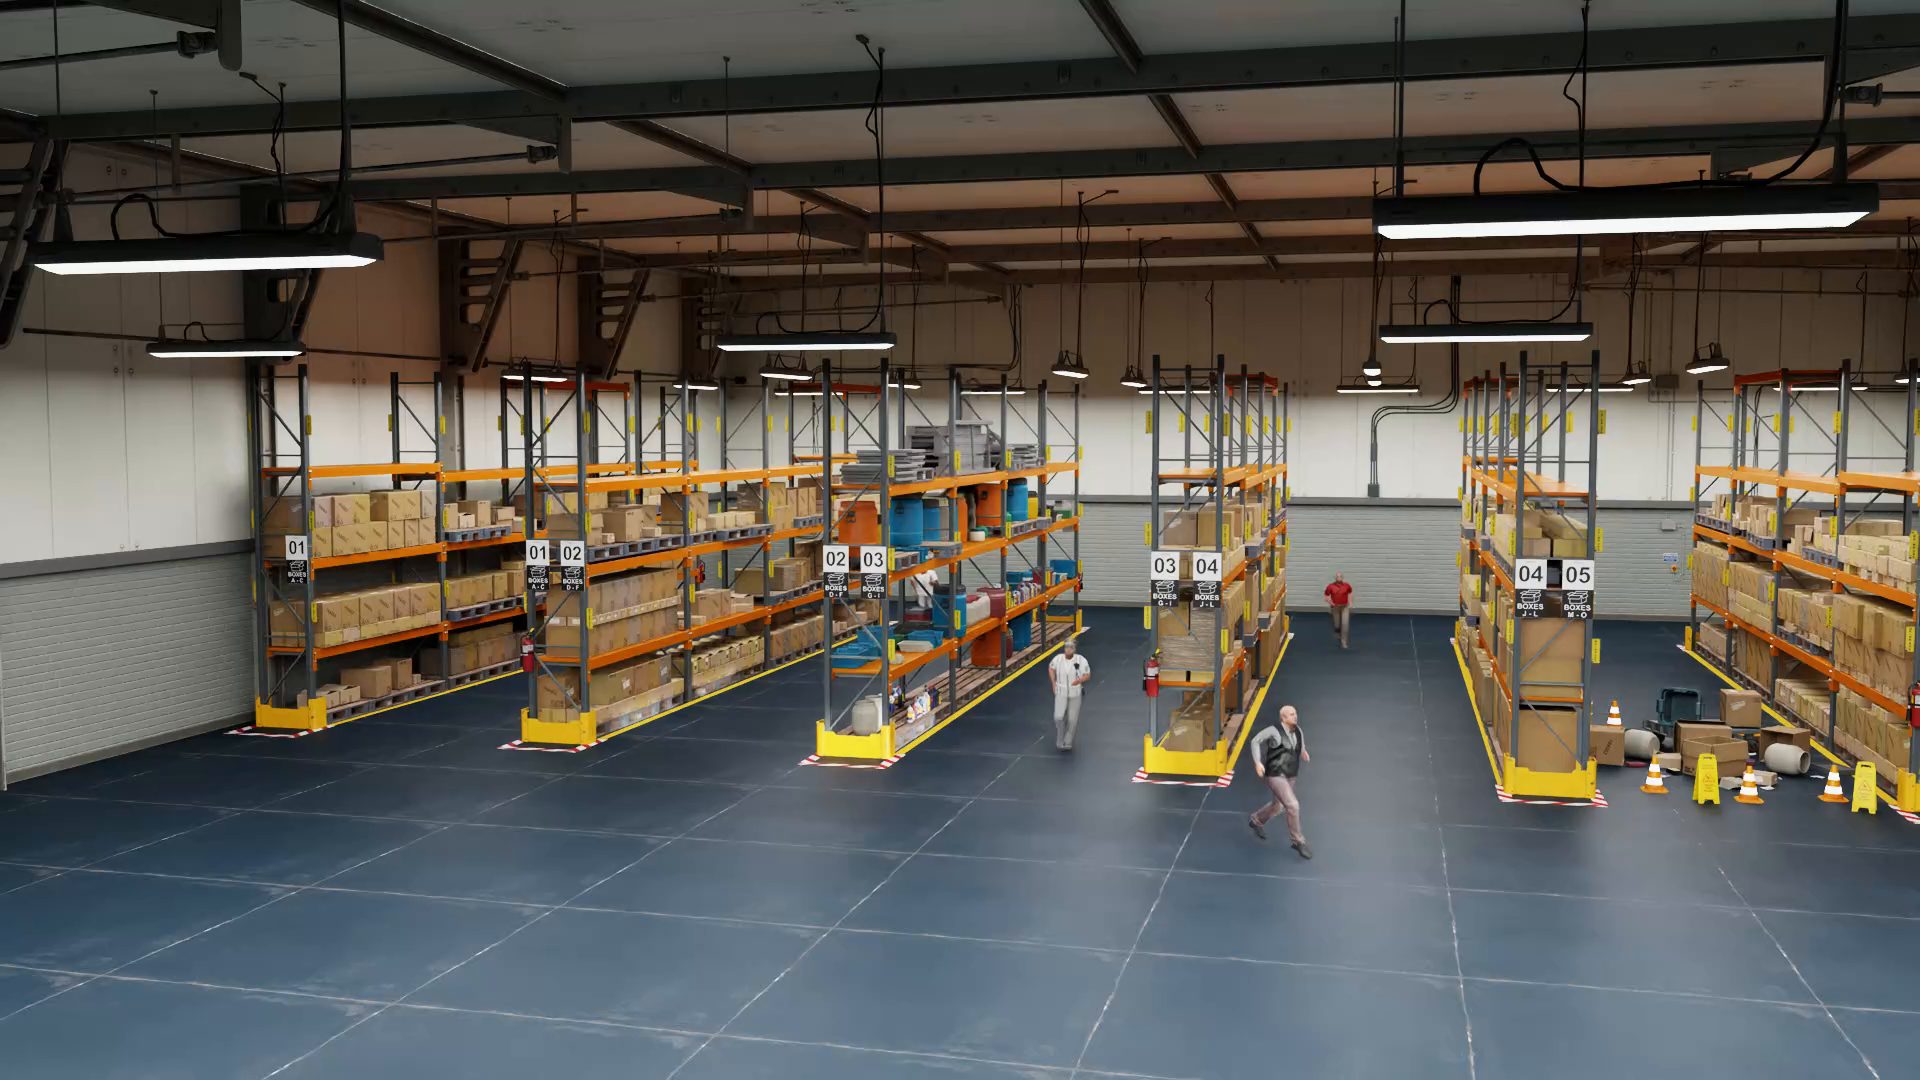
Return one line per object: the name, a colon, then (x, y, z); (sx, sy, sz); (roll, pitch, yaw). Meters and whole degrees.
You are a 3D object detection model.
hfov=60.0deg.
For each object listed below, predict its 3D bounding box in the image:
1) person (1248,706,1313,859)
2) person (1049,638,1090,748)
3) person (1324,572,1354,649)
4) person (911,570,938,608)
person: (3.764, 2.802, 19.539); (0.678, 1.748, 0.977); (-3, 5, -38)
person: (1.675, 2.357, 25.571); (0.657, 1.738, 0.681); (1, 4, 8)
person: (8.583, 1.578, 37.655); (0.675, 1.714, 0.854); (0, 4, 6)
person: (-0.869, 1.356, 40.411); (0.695, 1.802, 0.716); (0, 4, 2)
